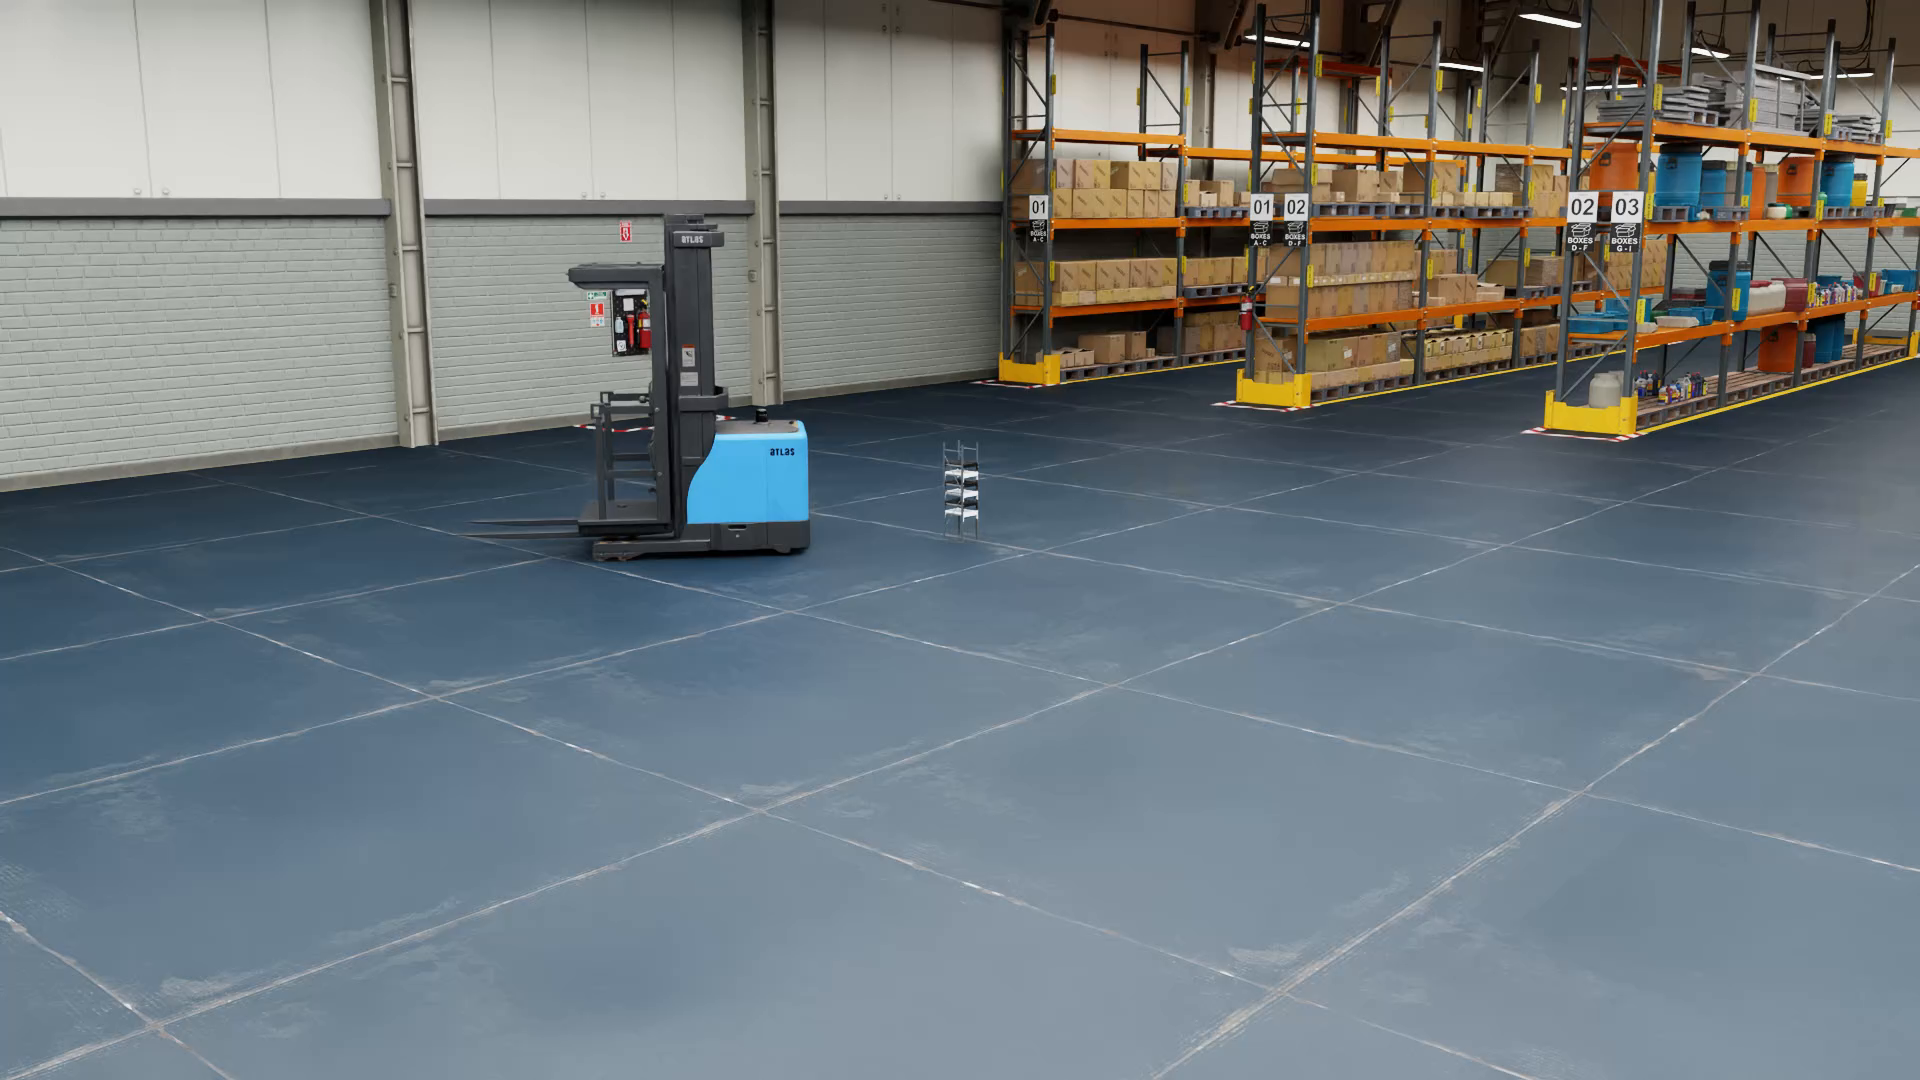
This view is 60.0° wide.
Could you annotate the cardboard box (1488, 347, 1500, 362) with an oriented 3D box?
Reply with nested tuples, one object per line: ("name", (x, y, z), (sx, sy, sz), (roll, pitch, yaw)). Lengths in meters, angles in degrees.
("cardboard box", (9.663, -3.449, 30.808), (0.500, 0.250, 0.500), (10, 15, 40))

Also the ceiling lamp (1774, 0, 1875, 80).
("ceiling lamp", (19.094, -11.829, 36.595), (2.000, 3.185, 0.800), (10, 15, 40))

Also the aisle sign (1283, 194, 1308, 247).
("aisle sign", (5.071, -4.825, 25.113), (0.394, 0.787, 0.004), (10, 15, 40))

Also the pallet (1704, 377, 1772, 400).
("pallet", (12.537, -2.481, 27.131), (1.003, 0.211, 1.213), (10, 15, 40))

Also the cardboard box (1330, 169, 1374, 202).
("cardboard box", (6.186, -5.603, 26.302), (0.500, 0.500, 0.500), (10, 15, 40))

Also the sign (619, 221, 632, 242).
("sign", (-4.728, -4.361, 23.510), (0.001, 0.298, 0.199), (10, 15, 40))

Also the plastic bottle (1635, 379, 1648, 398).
("plastic bottle", (10.121, -2.256, 24.719), (0.152, 0.276, 0.135), (10, 15, 40))

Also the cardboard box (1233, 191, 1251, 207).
("cardboard box", (5.516, -6.769, 33.510), (0.637, 0.503, 0.797), (-10, 15, -40))

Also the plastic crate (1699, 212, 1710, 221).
("plastic crate", (10.487, -4.600, 23.639), (0.243, 0.136, 0.396), (10, 15, 40))

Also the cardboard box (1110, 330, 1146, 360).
("cardboard box", (3.146, -3.660, 31.176), (0.500, 0.500, 0.500), (8, 14, 36))

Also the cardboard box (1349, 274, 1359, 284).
("cardboard box", (6.154, -4.186, 26.640), (0.380, 0.149, 0.250), (10, 15, 40))

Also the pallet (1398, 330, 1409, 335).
("pallet", (9.643, -4.739, 38.440), (1.003, 0.211, 1.213), (10, 15, 40))

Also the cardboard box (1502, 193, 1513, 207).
("cardboard box", (9.908, -6.306, 30.816), (0.500, 0.250, 0.500), (8, 14, 36))

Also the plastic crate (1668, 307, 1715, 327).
("plastic crate", (10.716, -3.276, 24.375), (0.499, 0.251, 0.616), (10, 15, 40))

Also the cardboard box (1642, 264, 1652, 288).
("cardboard box", (14.681, -5.752, 36.136), (0.500, 0.500, 0.500), (10, 15, 41))

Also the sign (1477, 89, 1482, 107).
("sign", (9.751, -8.284, 31.164), (0.100, 0.325, 0.005), (10, 15, 40))

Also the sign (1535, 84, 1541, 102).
("sign", (10.584, -8.183, 30.456), (0.100, 0.325, 0.005), (10, 15, 40))

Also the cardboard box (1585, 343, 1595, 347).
("cardboard box", (12.695, -4.245, 34.106), (0.500, 0.500, 0.500), (10, 15, 40))

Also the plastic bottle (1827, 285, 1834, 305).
("plastic bottle", (15.436, -4.360, 29.549), (0.144, 0.351, 0.185), (10, 15, 40))

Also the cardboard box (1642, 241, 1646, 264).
("cardboard box", (14.348, -6.165, 35.650), (0.500, 0.500, 0.500), (10, 15, 42))

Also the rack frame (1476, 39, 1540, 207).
("rack frame", (10.165, -7.719, 30.919), (1.000, 3.000, 0.127), (10, 15, 40))

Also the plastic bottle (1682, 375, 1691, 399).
("plastic bottle", (10.694, -2.256, 24.527), (0.144, 0.351, 0.185), (10, 15, 40))

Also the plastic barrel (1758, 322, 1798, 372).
("plastic barrel", (14.193, -3.352, 28.841), (0.600, 0.830, 0.708), (10, 15, 40))

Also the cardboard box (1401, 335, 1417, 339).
("cardboard box", (7.915, -3.495, 29.605), (0.500, 0.311, 0.500), (10, 15, 42))

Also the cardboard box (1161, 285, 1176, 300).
("cardboard box", (3.716, -4.655, 31.232), (0.500, 0.250, 0.500), (10, 15, 40))

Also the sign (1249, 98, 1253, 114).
("sign", (6.022, -8.965, 34.373), (0.100, 0.325, 0.005), (10, 15, 40))

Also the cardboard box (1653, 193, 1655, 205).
("cardboard box", (14.636, -7.341, 35.794), (0.500, 0.250, 0.500), (10, 15, 40))

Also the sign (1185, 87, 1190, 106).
("sign", (4.196, -8.194, 30.713), (0.100, 0.325, 0.005), (10, 15, 40))

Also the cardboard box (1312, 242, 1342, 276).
("cardboard box", (5.580, -4.438, 26.243), (0.700, 0.500, 0.500), (9, 15, 39))

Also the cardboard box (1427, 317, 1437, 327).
("cardboard box", (11.005, -5.384, 39.858), (0.700, 0.500, 0.500), (10, 15, 40))

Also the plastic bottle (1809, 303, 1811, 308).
("plastic bottle", (14.573, -4.088, 28.566), (0.097, 0.201, 0.097), (0, 11, 0))

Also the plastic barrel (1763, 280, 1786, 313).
("plastic barrel", (13.365, -4.012, 27.391), (0.421, 0.512, 0.421), (0, 11, 0))

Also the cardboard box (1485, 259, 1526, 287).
("cardboard box", (10.496, -5.139, 31.993), (0.700, 0.500, 0.500), (4, 12, 21))

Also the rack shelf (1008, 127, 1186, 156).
("rack shelf", (2.481, -7.121, 29.774), (1.077, 0.370, 4.000), (10, 15, 40))

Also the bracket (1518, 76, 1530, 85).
("bracket", (14.960, -12.174, 44.034), (0.235, 0.232, 0.430), (10, 15, 40))

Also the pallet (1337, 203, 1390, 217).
("pallet", (6.176, -5.308, 26.736), (1.003, 0.211, 1.213), (10, 15, 40))

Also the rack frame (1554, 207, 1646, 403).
("rack frame", (8.602, -2.959, 22.405), (1.000, 3.000, 0.127), (10, 15, 40))

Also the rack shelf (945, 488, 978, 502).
("rack shelf", (0.005, -0.410, 15.174), (0.258, 0.077, 0.200), (10, 15, 40))

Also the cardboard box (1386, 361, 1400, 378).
("cardboard box", (7.045, -2.877, 27.944), (0.500, 0.250, 0.500), (10, 15, 40))

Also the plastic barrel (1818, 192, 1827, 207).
("plastic barrel", (14.755, -5.863, 28.610), (0.294, 0.245, 0.294), (0, 11, 0))

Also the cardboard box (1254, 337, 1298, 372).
("cardboard box", (5.015, -2.942, 26.356), (0.500, 0.500, 0.500), (10, 15, 40))

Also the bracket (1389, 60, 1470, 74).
("bracket", (11.136, -11.321, 39.766), (0.076, 0.066, 4.783), (10, 15, 40))

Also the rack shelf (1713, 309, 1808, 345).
("rack shelf", (12.563, -3.489, 26.895), (1.077, 0.370, 4.000), (10, 15, 40))

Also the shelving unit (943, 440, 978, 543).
("shelving unit", (0.005, -0.442, 15.168), (0.258, 0.900, 0.210), (10, 15, 40))

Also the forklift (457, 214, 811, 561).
("forklift", (-2.873, -1.364, 14.595), (3.031, 2.935, 1.130), (-1, 11, -7))

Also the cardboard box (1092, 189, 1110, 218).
("cardboard box", (2.290, -5.938, 29.354), (0.500, 0.500, 0.500), (11, 16, 43))

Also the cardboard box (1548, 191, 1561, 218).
("cardboard box", (11.108, -6.517, 32.305), (0.910, 0.500, 0.500), (10, 15, 40))

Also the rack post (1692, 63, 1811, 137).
("rack post", (12.478, -6.888, 26.250), (1.013, 1.000, 3.121), (10, 15, 40))

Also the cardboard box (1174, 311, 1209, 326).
("cardboard box", (4.563, -4.361, 32.772), (0.500, 0.250, 0.500), (9, 15, 39))

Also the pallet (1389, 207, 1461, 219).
("pallet", (8.097, -5.697, 28.943), (0.805, 0.209, 1.217), (9, 14, 38))

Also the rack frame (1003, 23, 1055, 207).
("rack frame", (1.161, -7.181, 28.230), (1.000, 3.000, 0.127), (10, 15, 40))

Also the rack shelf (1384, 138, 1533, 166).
("rack shelf", (8.845, -6.875, 29.556), (1.077, 0.370, 4.000), (10, 15, 40))

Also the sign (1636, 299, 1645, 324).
("sign", (9.013, -3.023, 22.018), (0.100, 0.325, 0.005), (10, 15, 40))

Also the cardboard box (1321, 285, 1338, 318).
("cardboard box", (5.545, -3.794, 26.330), (0.700, 0.500, 0.500), (10, 15, 42))

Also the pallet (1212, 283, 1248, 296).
("pallet", (5.166, -5.026, 33.245), (1.003, 0.211, 1.213), (10, 15, 40))
